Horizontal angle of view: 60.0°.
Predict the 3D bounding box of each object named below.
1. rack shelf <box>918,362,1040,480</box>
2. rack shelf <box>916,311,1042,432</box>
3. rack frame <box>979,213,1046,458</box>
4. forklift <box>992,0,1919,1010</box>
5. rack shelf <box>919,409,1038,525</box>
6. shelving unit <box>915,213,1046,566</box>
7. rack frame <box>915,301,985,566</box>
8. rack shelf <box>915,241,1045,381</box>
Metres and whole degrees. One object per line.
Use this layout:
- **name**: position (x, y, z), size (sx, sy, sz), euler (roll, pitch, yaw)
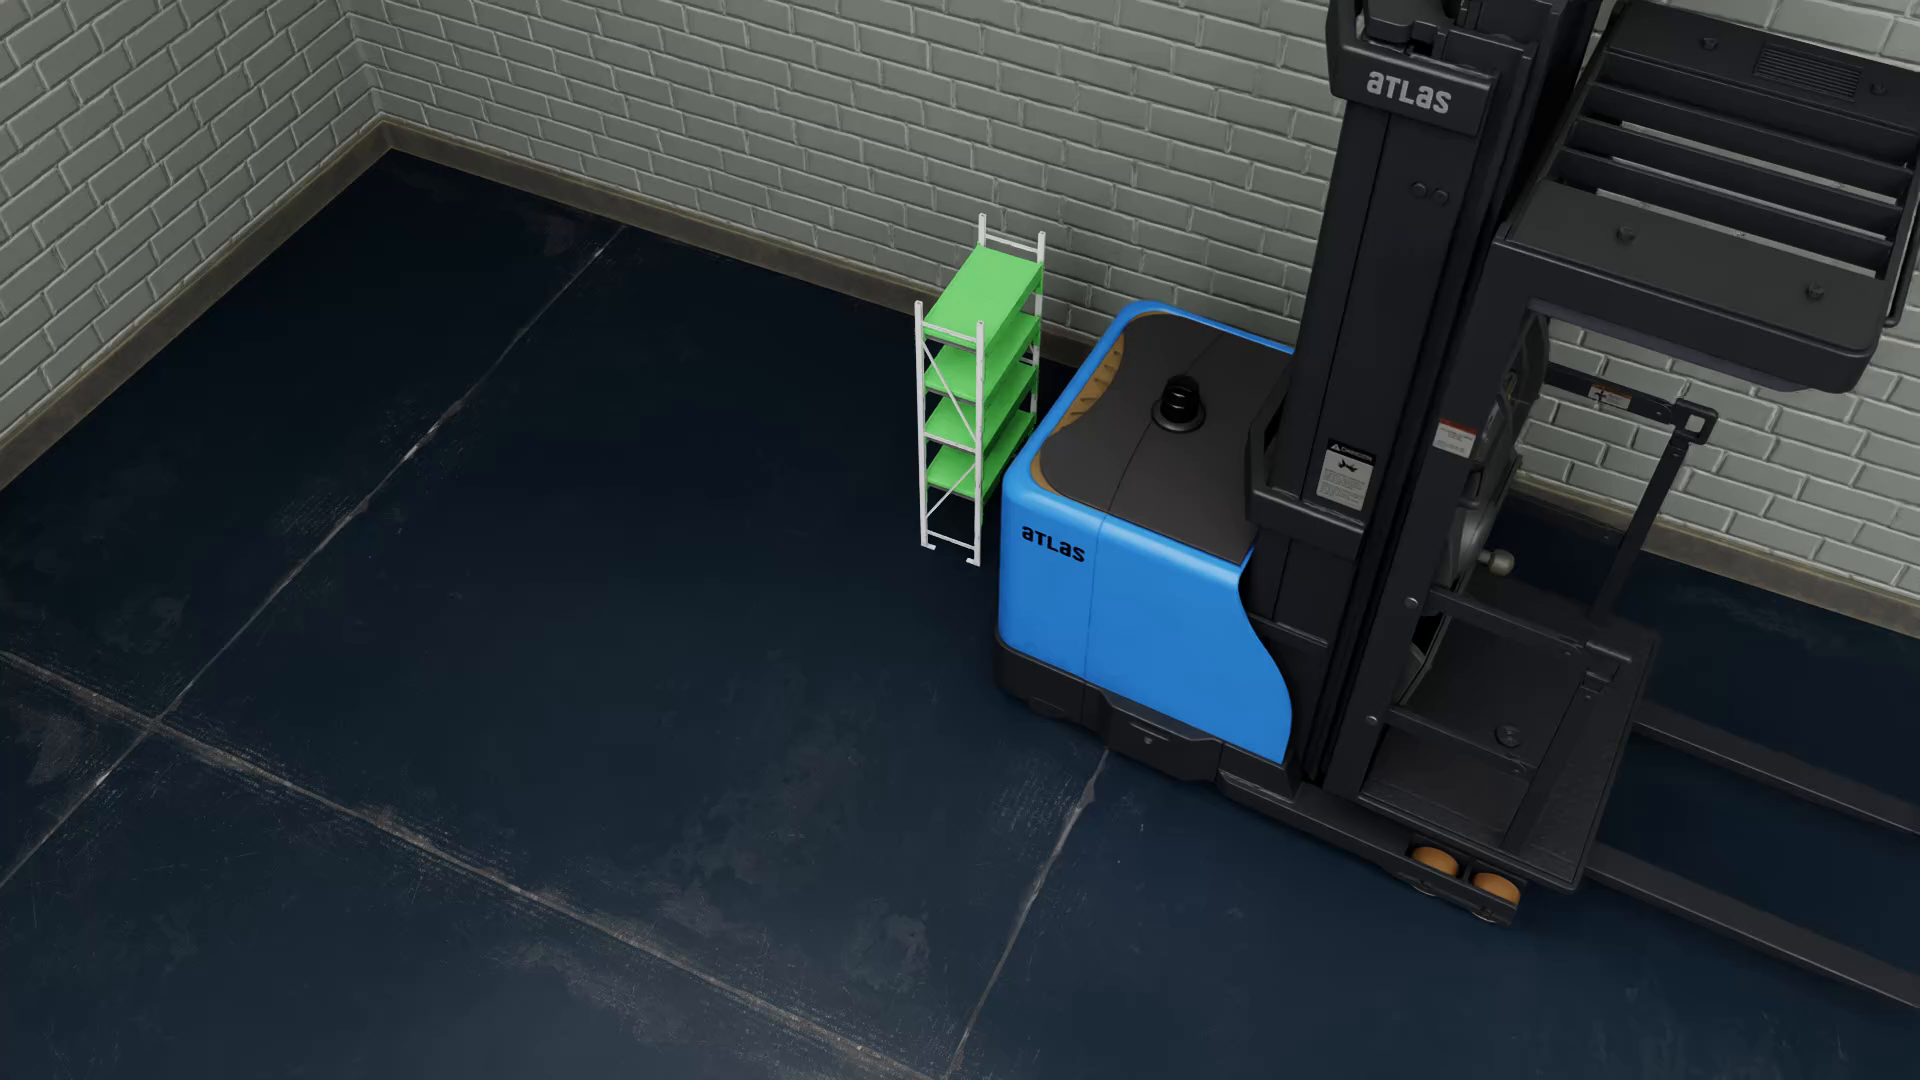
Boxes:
- **rack shelf**: position (0.071, -0.461, 5.939), size (0.258, 0.148, 0.480), euler (20, 52, 16)
- **rack shelf**: position (0.071, -0.617, 5.756), size (0.258, 0.148, 0.480), euler (20, 52, 16)
- **rack frame**: position (0.175, -0.671, 6.033), size (0.240, 1.200, 0.015), euler (20, 52, 16)
- **forklift**: position (1.655, -0.217, 4.511), size (3.031, 2.935, 1.130), euler (22, 53, 18)
- **rack shelf**: position (0.071, -0.306, 6.121), size (0.258, 0.148, 0.480), euler (20, 52, 16)
- **shelving unit**: position (0.071, -0.503, 5.890), size (0.258, 1.200, 0.503), euler (20, 52, 16)
- **rack frame**: position (-0.034, -0.335, 5.747), size (0.240, 1.200, 0.015), euler (20, 52, 16)
- **rack shelf**: position (0.071, -0.772, 5.573), size (0.258, 0.148, 0.480), euler (20, 52, 16)
